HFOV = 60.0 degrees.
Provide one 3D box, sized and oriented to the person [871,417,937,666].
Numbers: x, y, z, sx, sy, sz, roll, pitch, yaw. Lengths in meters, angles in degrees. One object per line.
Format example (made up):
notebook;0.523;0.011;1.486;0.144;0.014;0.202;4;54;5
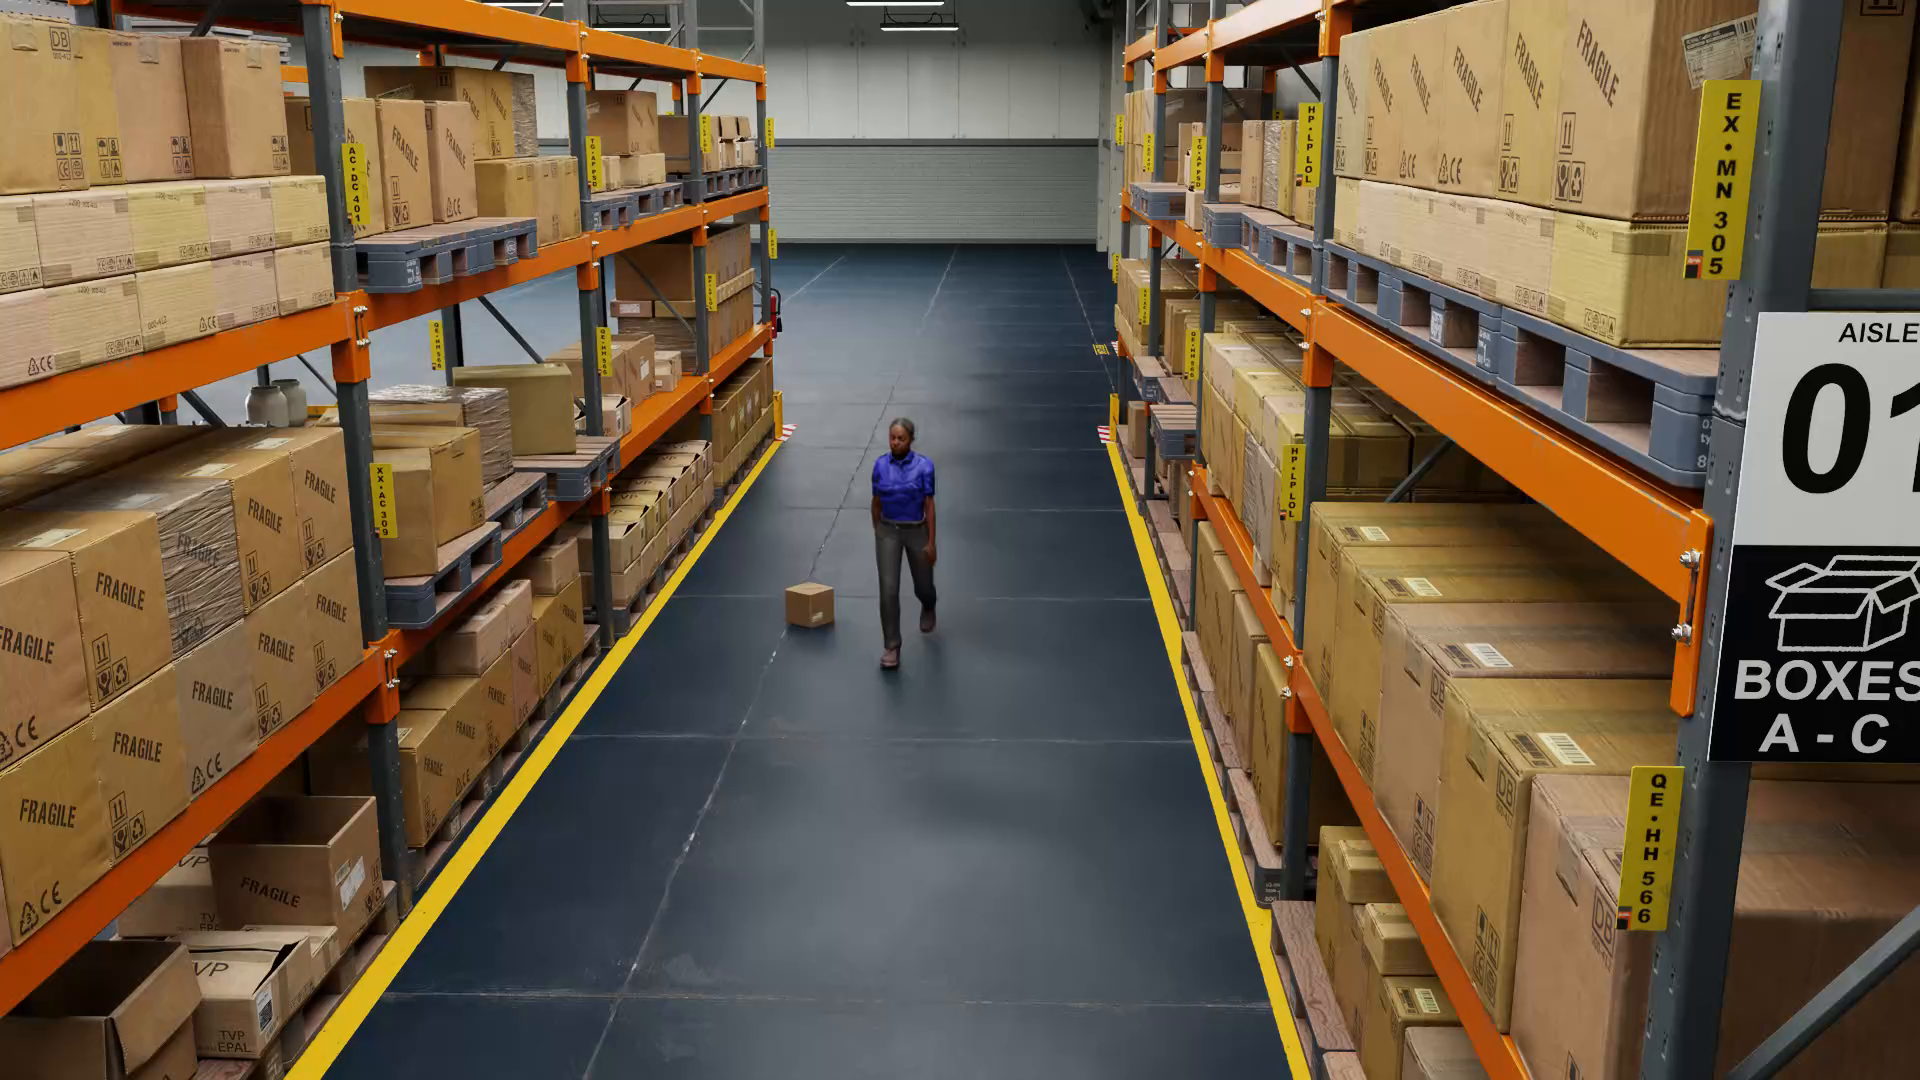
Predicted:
person;-0.365;-0.035;11.117;0.450;1.633;0.776;1;14;5
